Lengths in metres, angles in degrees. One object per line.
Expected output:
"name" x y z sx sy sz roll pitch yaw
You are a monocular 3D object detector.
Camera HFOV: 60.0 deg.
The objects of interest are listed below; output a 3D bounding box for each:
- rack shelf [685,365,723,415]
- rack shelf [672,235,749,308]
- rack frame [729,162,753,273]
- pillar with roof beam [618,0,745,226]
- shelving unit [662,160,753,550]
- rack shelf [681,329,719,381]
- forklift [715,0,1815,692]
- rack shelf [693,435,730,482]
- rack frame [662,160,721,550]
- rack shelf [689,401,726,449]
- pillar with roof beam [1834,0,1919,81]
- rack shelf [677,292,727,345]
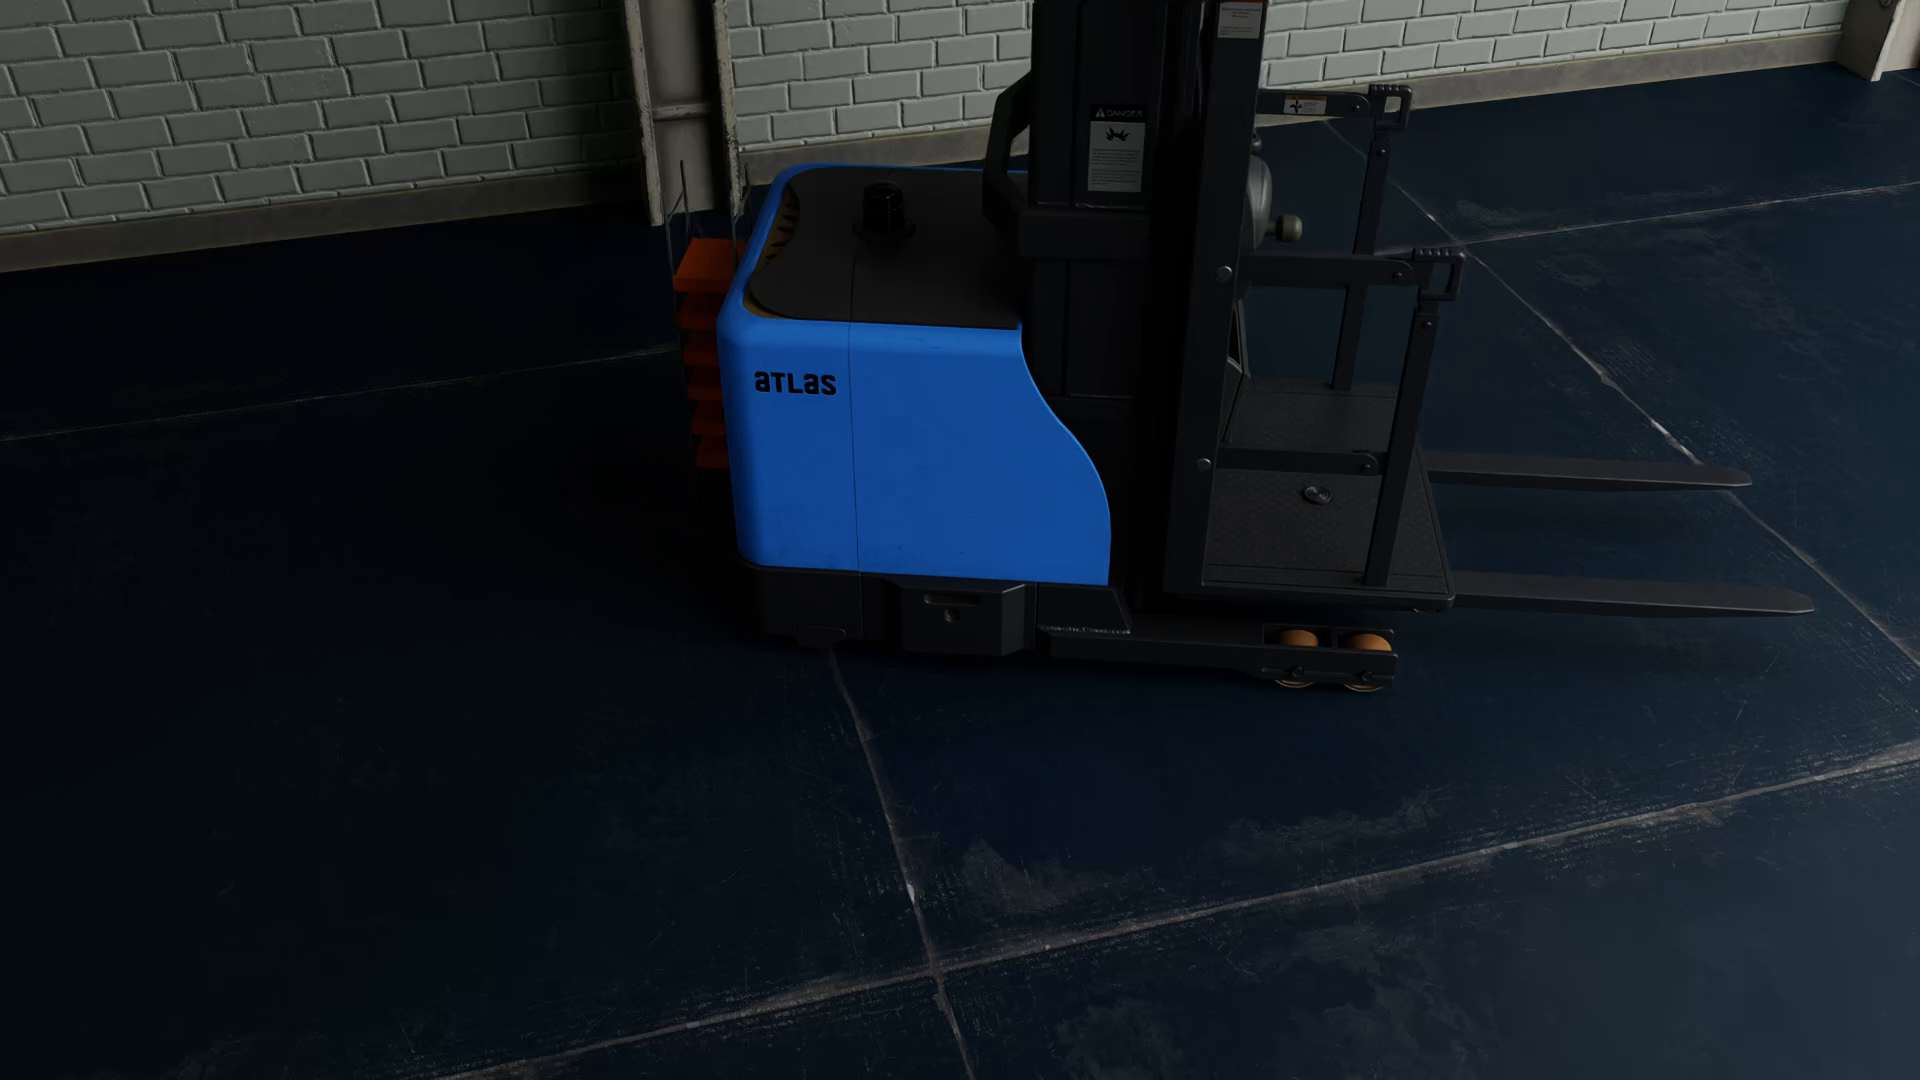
"rack shelf" -0.699 -0.478 4.960 0.180 0.103 0.258 3 38 4
"rack shelf" -0.699 -0.764 4.742 0.180 0.103 0.258 3 38 4
"rack frame" -0.608 -0.508 4.927 0.006 1.200 0.240 3 38 4
"pillar with roof beam" -0.023 -2.486 1.093 0.400 9.000 9.100 -9 38 -12
"shelving unit" -0.699 -0.513 4.933 0.189 1.200 0.258 3 38 4
"rack shelf" -0.699 -0.573 4.887 0.180 0.103 0.258 3 38 4
"forklift" 0.904 -1.075 4.243 3.031 2.935 1.130 3 38 4
"rack shelf" -0.699 -0.287 5.106 0.180 0.103 0.258 3 38 4
"rack frame" -0.790 -0.518 4.940 0.006 1.200 0.240 3 38 4
"rack shelf" -0.699 -0.383 5.033 0.180 0.103 0.258 3 38 4
"pillar with roof beam" 5.770 -3.436 2.336 0.400 9.000 9.100 -9 38 -12
"rack shelf" -0.699 -0.669 4.815 0.180 0.103 0.258 3 38 4
